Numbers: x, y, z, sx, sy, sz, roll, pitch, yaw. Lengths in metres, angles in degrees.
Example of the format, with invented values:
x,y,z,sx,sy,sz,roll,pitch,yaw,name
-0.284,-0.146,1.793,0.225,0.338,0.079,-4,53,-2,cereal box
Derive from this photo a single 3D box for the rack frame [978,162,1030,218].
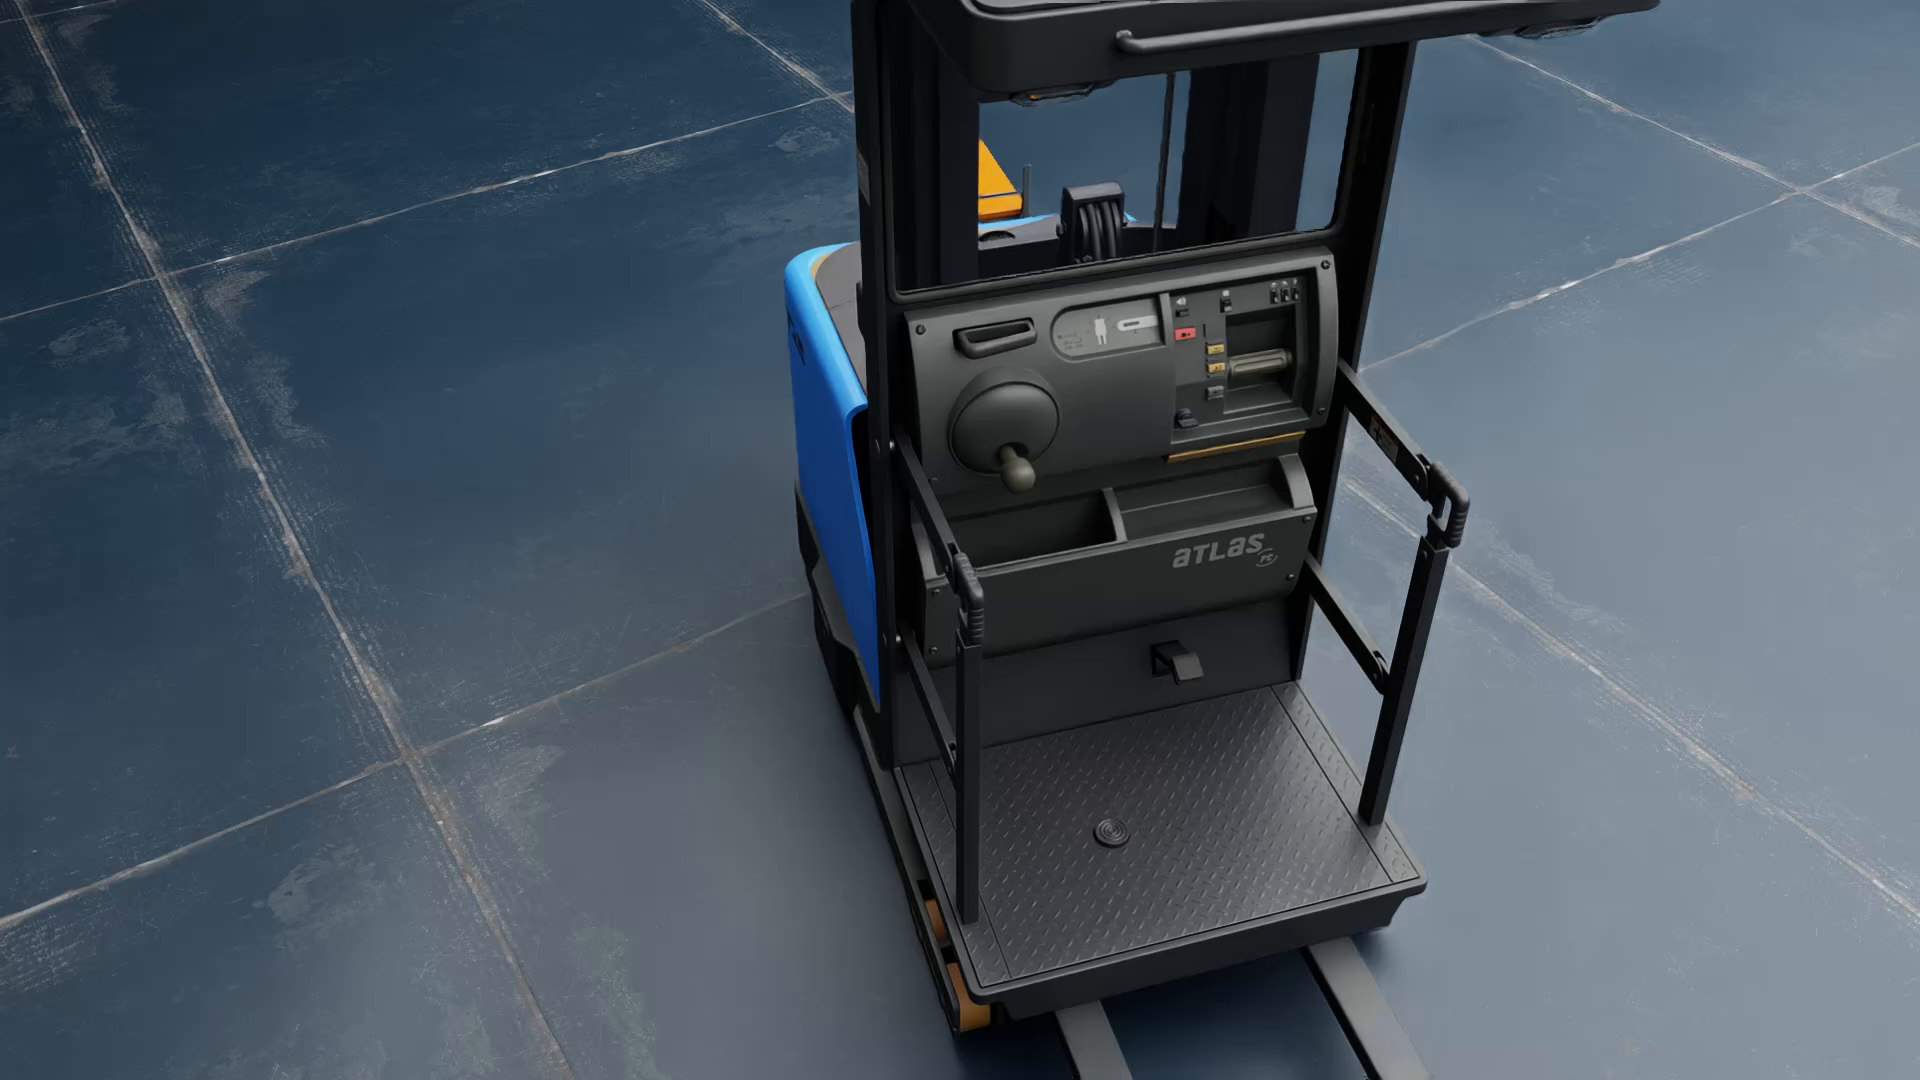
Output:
x,y,z,sx,sy,sz,roll,pitch,yaw,name
0.079,-0.569,4.995,0.240,1.200,0.015,-11,41,-13,rack frame

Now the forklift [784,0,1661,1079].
x,y,z,sx,sy,sz,roll,pitch,yaw,name
0.413,-0.272,3.286,1.130,2.935,3.031,-11,41,-13,forklift

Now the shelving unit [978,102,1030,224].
x,y,z,sx,sy,sz,roll,pitch,yaw,name
0.010,-0.718,5.175,0.258,1.200,0.503,-11,41,-13,shelving unit

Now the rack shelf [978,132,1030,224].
x,y,z,sx,sy,sz,roll,pitch,yaw,name
0.010,-1.020,4.923,0.258,0.148,0.480,-11,41,-13,rack shelf
